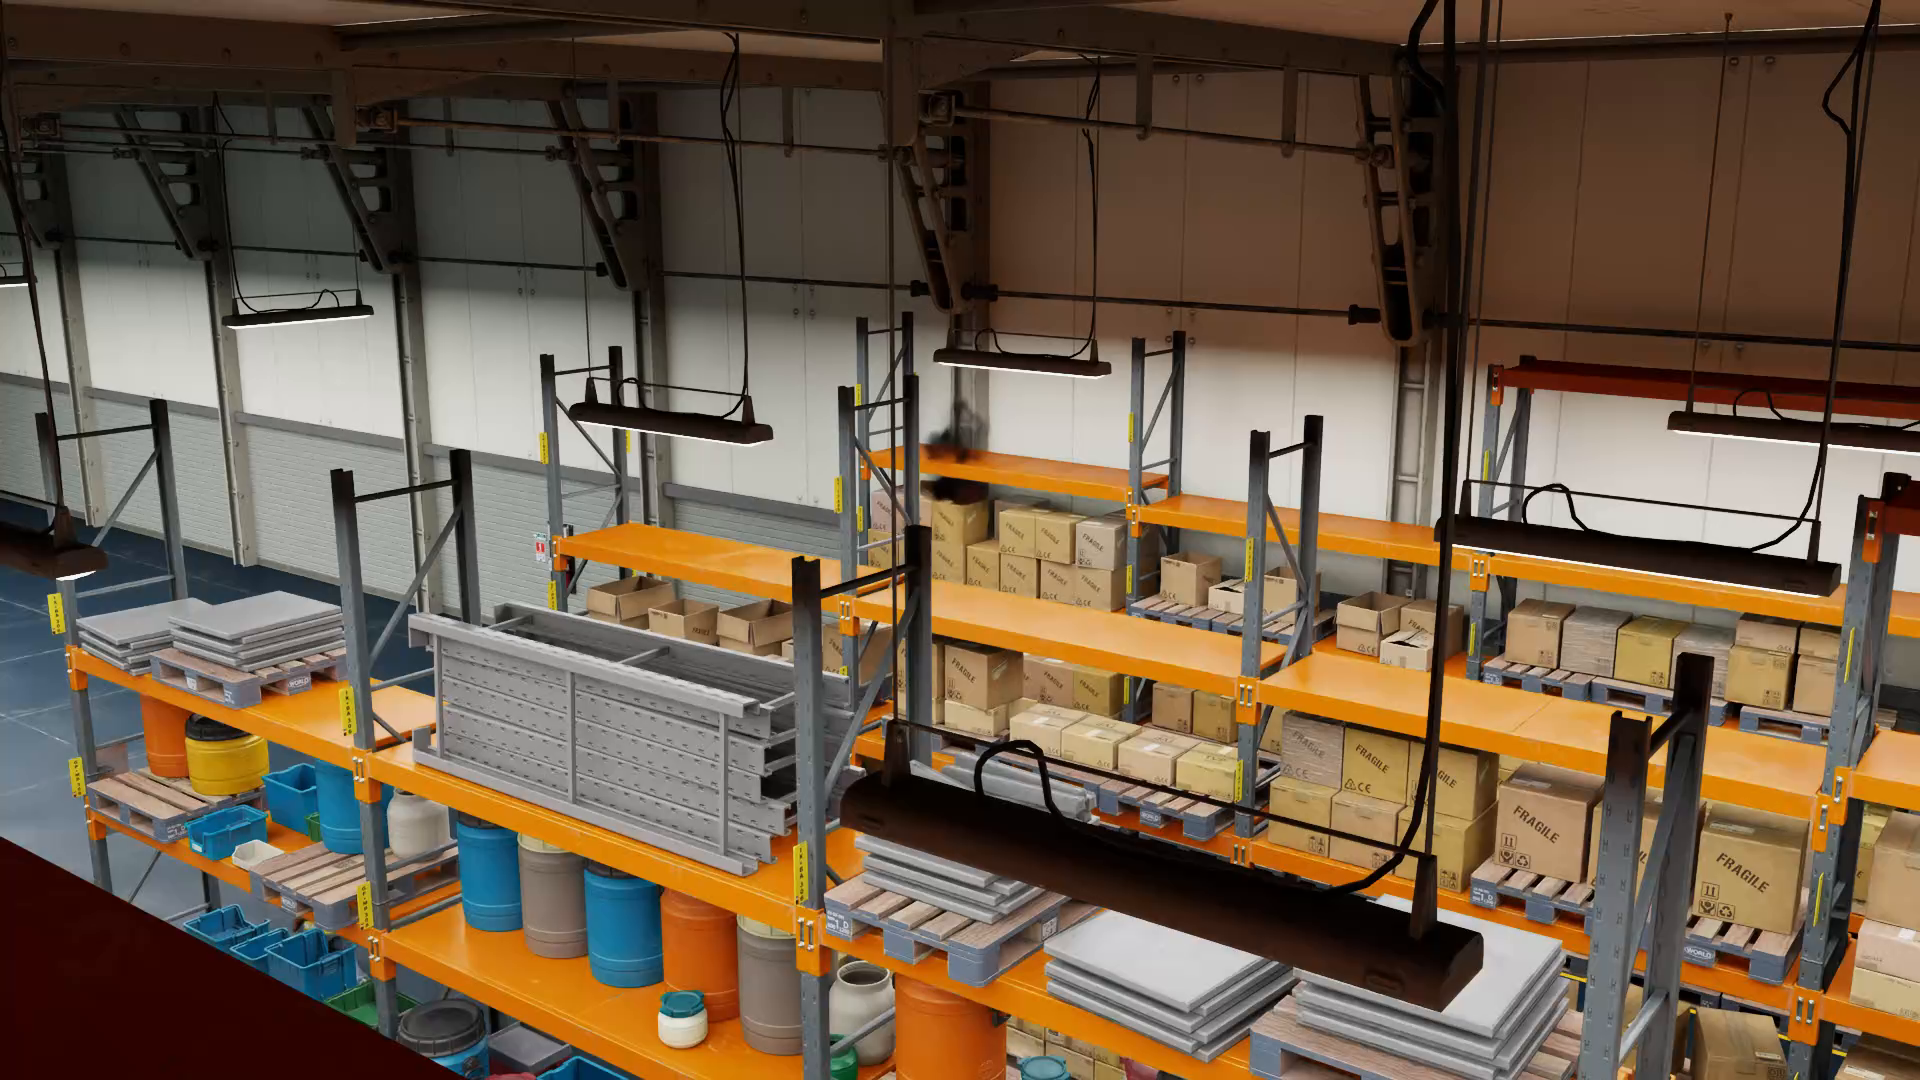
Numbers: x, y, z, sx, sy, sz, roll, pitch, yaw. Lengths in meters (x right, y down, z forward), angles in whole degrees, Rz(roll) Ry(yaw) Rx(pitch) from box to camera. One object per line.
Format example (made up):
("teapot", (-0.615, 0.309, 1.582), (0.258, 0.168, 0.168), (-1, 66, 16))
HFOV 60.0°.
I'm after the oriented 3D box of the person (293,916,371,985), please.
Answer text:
("person", (-5.944, 3.663, 15.692), (0.773, 1.775, 0.751), (7, 15, 29))
